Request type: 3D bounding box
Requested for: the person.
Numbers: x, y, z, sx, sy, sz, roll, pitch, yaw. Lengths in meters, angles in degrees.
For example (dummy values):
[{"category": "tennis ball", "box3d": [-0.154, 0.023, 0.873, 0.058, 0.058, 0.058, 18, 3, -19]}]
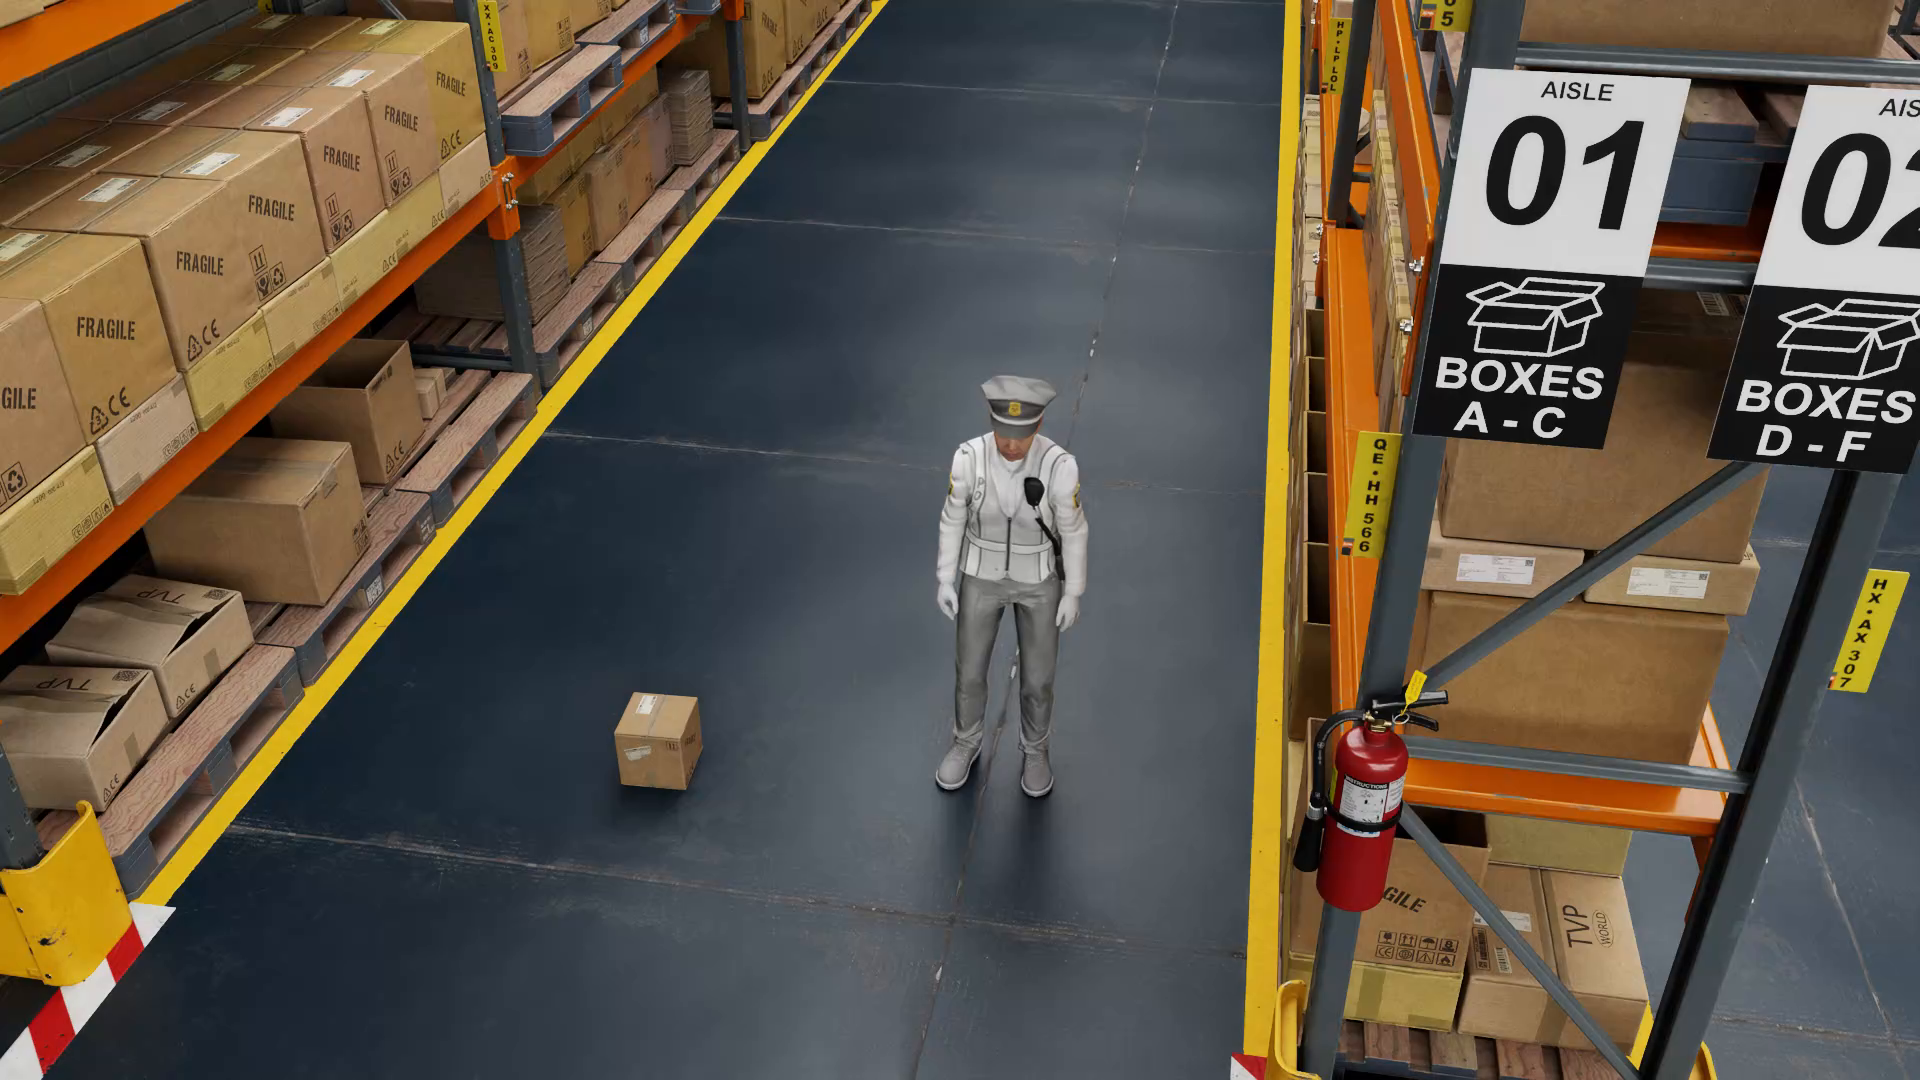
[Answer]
[{"category": "person", "box3d": [0.180, 0.163, 5.880, 0.530, 1.663, 0.371, 5, 33, 8]}]
